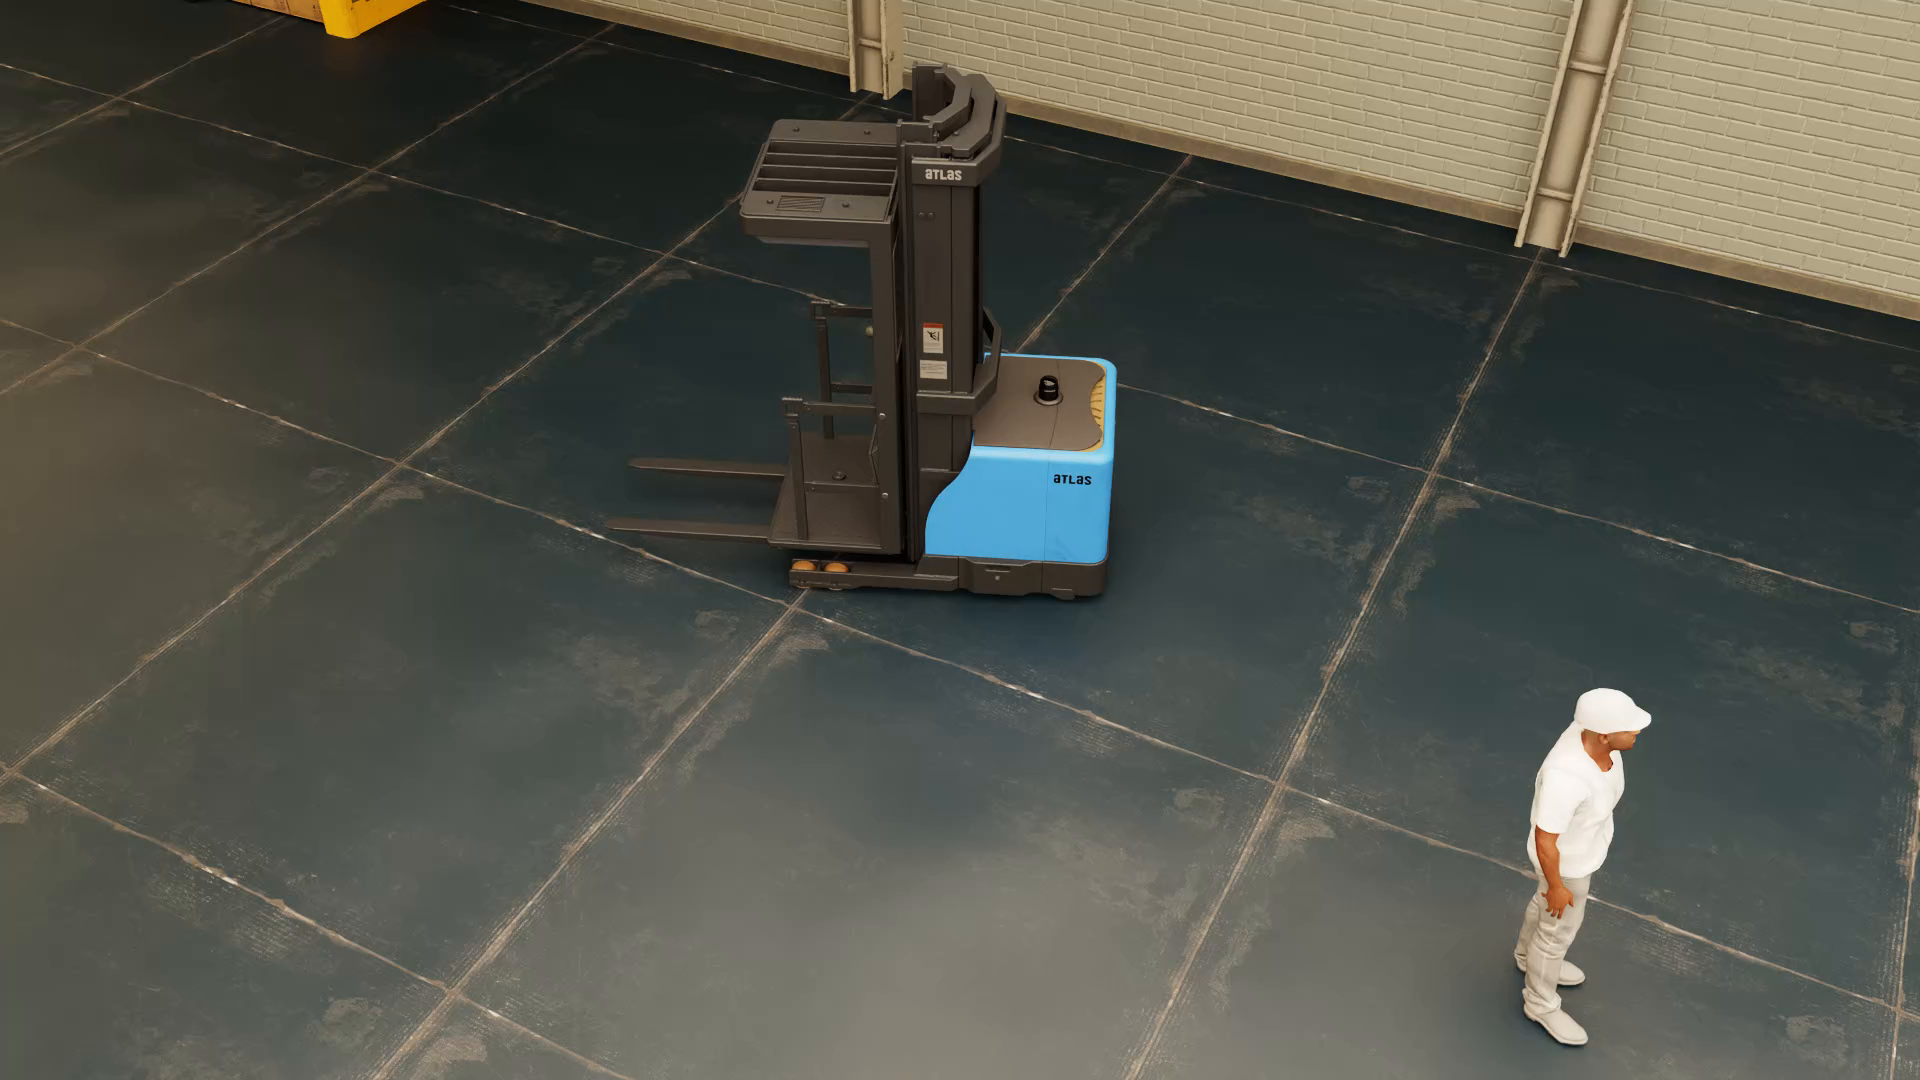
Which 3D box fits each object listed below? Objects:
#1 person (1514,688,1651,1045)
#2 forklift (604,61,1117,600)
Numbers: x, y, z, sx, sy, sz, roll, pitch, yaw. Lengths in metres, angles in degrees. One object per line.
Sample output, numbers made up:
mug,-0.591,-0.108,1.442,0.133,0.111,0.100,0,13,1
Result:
person,2.735,1.373,7.254,0.577,1.759,0.664,23,45,25
forklift,-0.606,-1.157,9.360,3.031,2.935,1.130,3,40,4
